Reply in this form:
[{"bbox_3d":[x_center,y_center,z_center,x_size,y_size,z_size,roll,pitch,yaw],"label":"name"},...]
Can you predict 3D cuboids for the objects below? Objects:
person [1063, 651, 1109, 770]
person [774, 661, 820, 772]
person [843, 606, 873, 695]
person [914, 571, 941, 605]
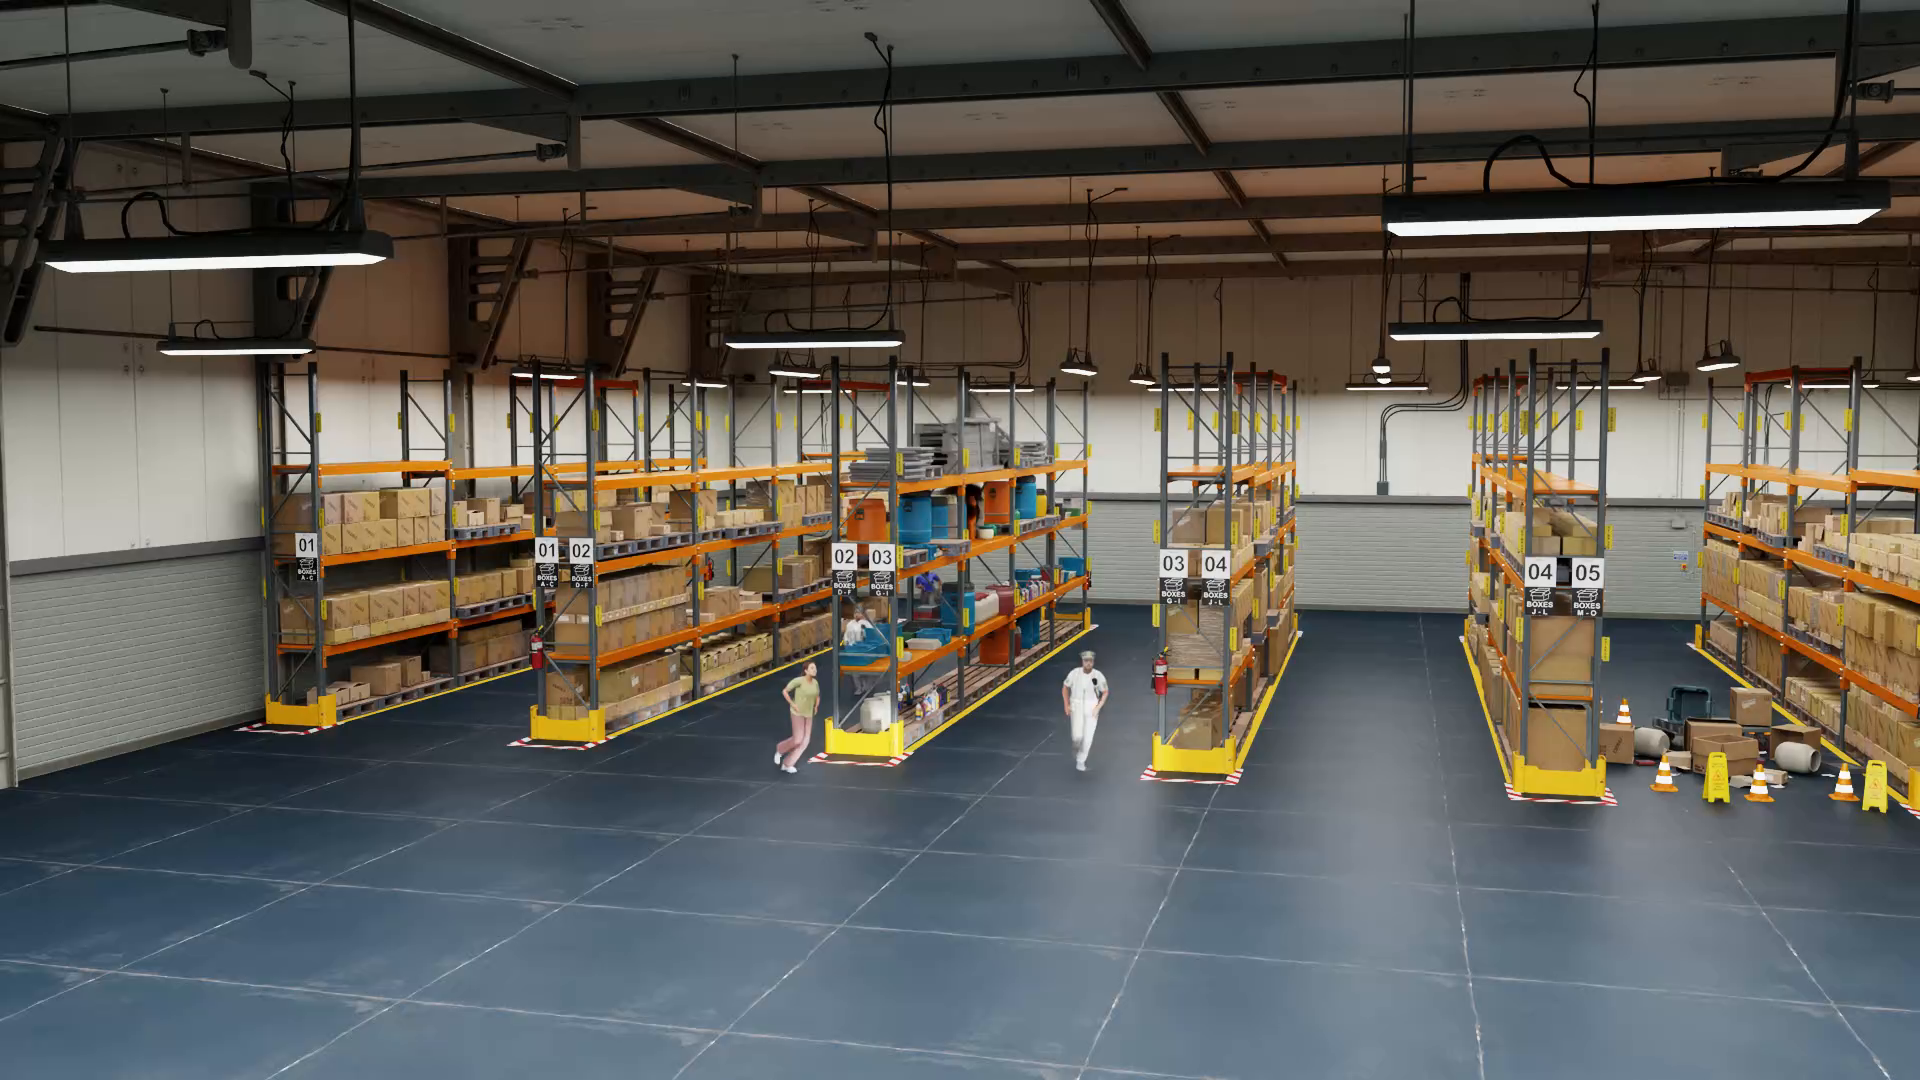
[{"bbox_3d":[1.809,2.454,24.028,0.667,1.723,0.546,0,4,6],"label":"person"},{"bbox_3d":[-2.306,2.529,24.021,0.652,1.566,0.563,-4,5,-42],"label":"person"},{"bbox_3d":[-1.884,2.025,30.526,0.607,1.652,0.518,1,4,15],"label":"person"},{"bbox_3d":[-0.780,1.381,39.579,0.593,1.700,0.738,1,4,8],"label":"person"}]
